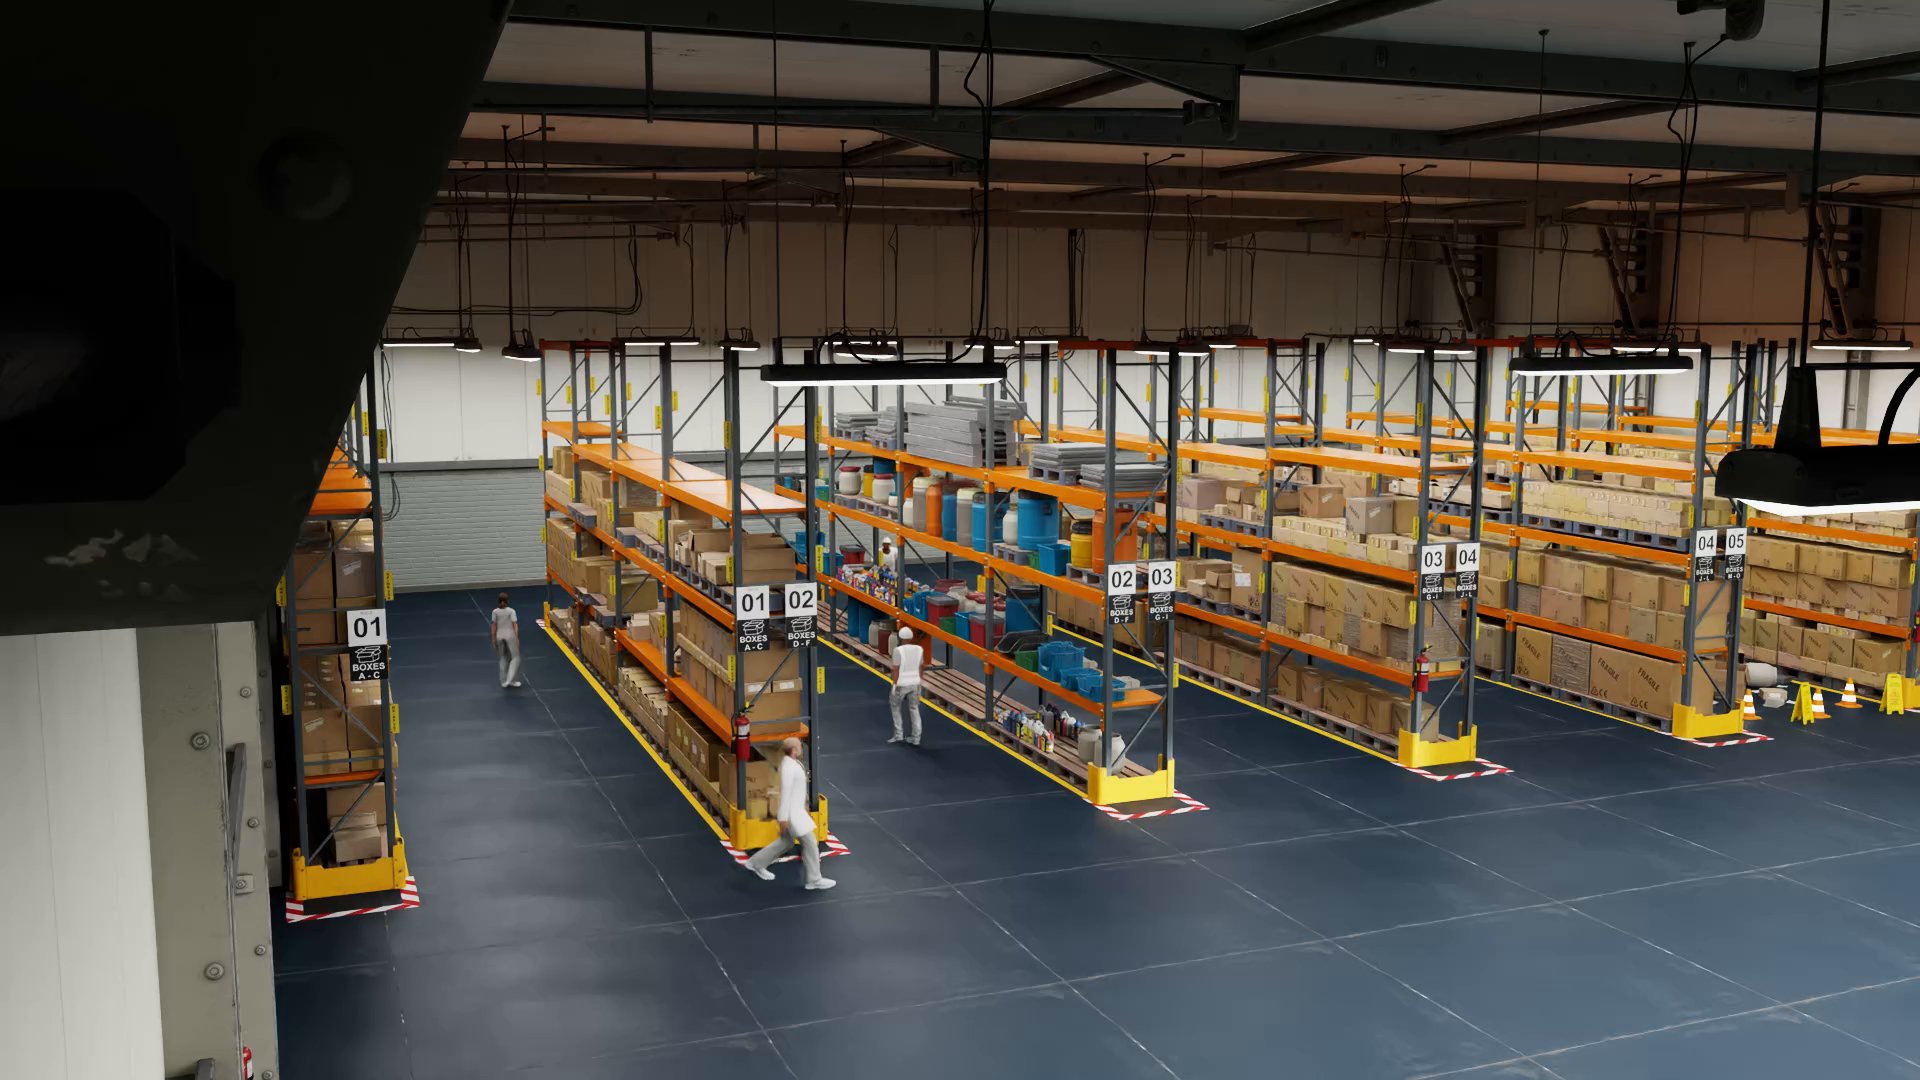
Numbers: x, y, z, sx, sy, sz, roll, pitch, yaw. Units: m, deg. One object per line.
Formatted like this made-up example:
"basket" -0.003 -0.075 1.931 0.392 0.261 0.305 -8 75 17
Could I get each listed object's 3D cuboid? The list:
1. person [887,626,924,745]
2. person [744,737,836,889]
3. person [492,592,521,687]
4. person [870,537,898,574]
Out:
"person" -0.789 2.212 25.083 0.602 1.819 0.556 -5 9 -33
"person" -1.914 3.046 18.614 1.070 1.736 0.653 1 7 5
"person" -7.922 1.747 28.983 0.491 1.668 0.507 1 7 5
"person" -1.634 0.737 36.702 0.734 1.666 0.699 -2 8 -13
